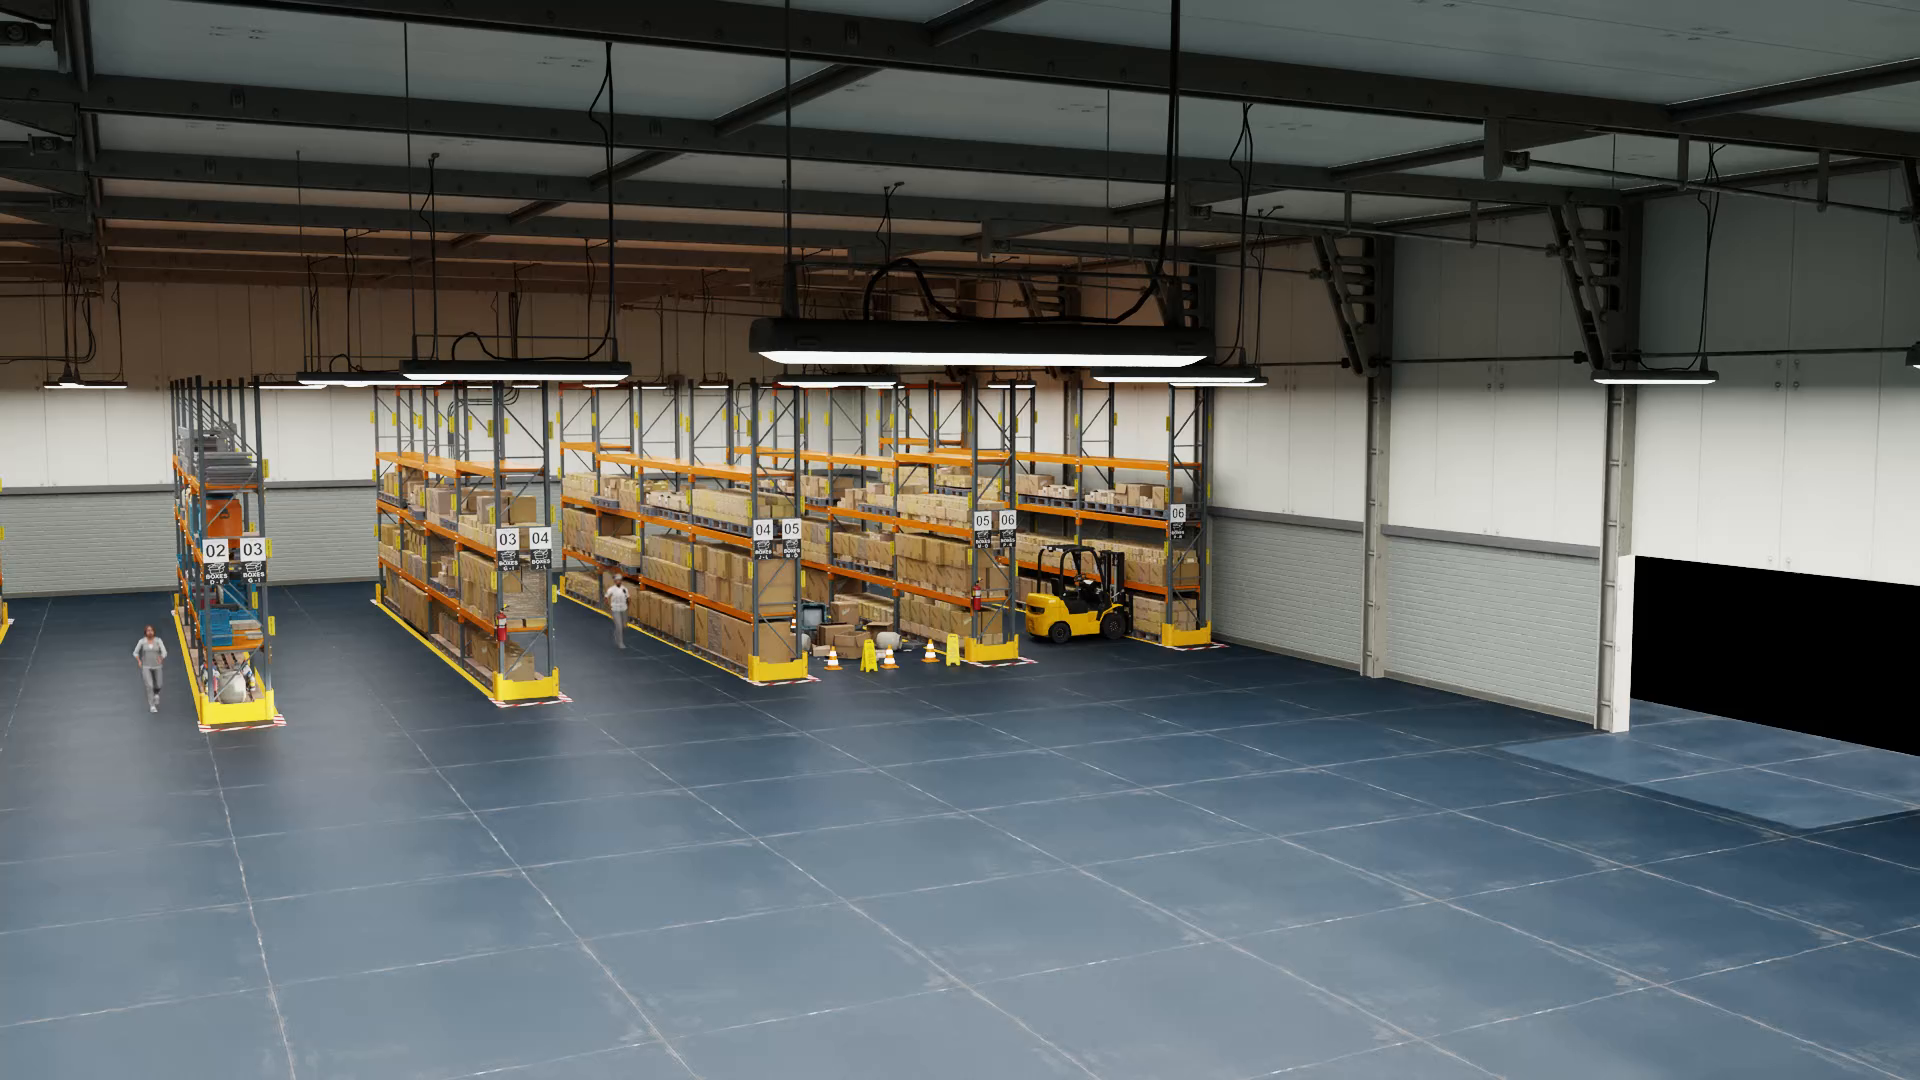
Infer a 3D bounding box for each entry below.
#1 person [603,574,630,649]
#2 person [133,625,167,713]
[{"bbox_3d":[-7.650,1.583,37.216,0.588,1.661,0.786,-3,6,-33],"label":"person"},{"bbox_3d":[-14.527,2.338,29.846,0.541,1.463,0.666,-3,6,-31],"label":"person"}]
